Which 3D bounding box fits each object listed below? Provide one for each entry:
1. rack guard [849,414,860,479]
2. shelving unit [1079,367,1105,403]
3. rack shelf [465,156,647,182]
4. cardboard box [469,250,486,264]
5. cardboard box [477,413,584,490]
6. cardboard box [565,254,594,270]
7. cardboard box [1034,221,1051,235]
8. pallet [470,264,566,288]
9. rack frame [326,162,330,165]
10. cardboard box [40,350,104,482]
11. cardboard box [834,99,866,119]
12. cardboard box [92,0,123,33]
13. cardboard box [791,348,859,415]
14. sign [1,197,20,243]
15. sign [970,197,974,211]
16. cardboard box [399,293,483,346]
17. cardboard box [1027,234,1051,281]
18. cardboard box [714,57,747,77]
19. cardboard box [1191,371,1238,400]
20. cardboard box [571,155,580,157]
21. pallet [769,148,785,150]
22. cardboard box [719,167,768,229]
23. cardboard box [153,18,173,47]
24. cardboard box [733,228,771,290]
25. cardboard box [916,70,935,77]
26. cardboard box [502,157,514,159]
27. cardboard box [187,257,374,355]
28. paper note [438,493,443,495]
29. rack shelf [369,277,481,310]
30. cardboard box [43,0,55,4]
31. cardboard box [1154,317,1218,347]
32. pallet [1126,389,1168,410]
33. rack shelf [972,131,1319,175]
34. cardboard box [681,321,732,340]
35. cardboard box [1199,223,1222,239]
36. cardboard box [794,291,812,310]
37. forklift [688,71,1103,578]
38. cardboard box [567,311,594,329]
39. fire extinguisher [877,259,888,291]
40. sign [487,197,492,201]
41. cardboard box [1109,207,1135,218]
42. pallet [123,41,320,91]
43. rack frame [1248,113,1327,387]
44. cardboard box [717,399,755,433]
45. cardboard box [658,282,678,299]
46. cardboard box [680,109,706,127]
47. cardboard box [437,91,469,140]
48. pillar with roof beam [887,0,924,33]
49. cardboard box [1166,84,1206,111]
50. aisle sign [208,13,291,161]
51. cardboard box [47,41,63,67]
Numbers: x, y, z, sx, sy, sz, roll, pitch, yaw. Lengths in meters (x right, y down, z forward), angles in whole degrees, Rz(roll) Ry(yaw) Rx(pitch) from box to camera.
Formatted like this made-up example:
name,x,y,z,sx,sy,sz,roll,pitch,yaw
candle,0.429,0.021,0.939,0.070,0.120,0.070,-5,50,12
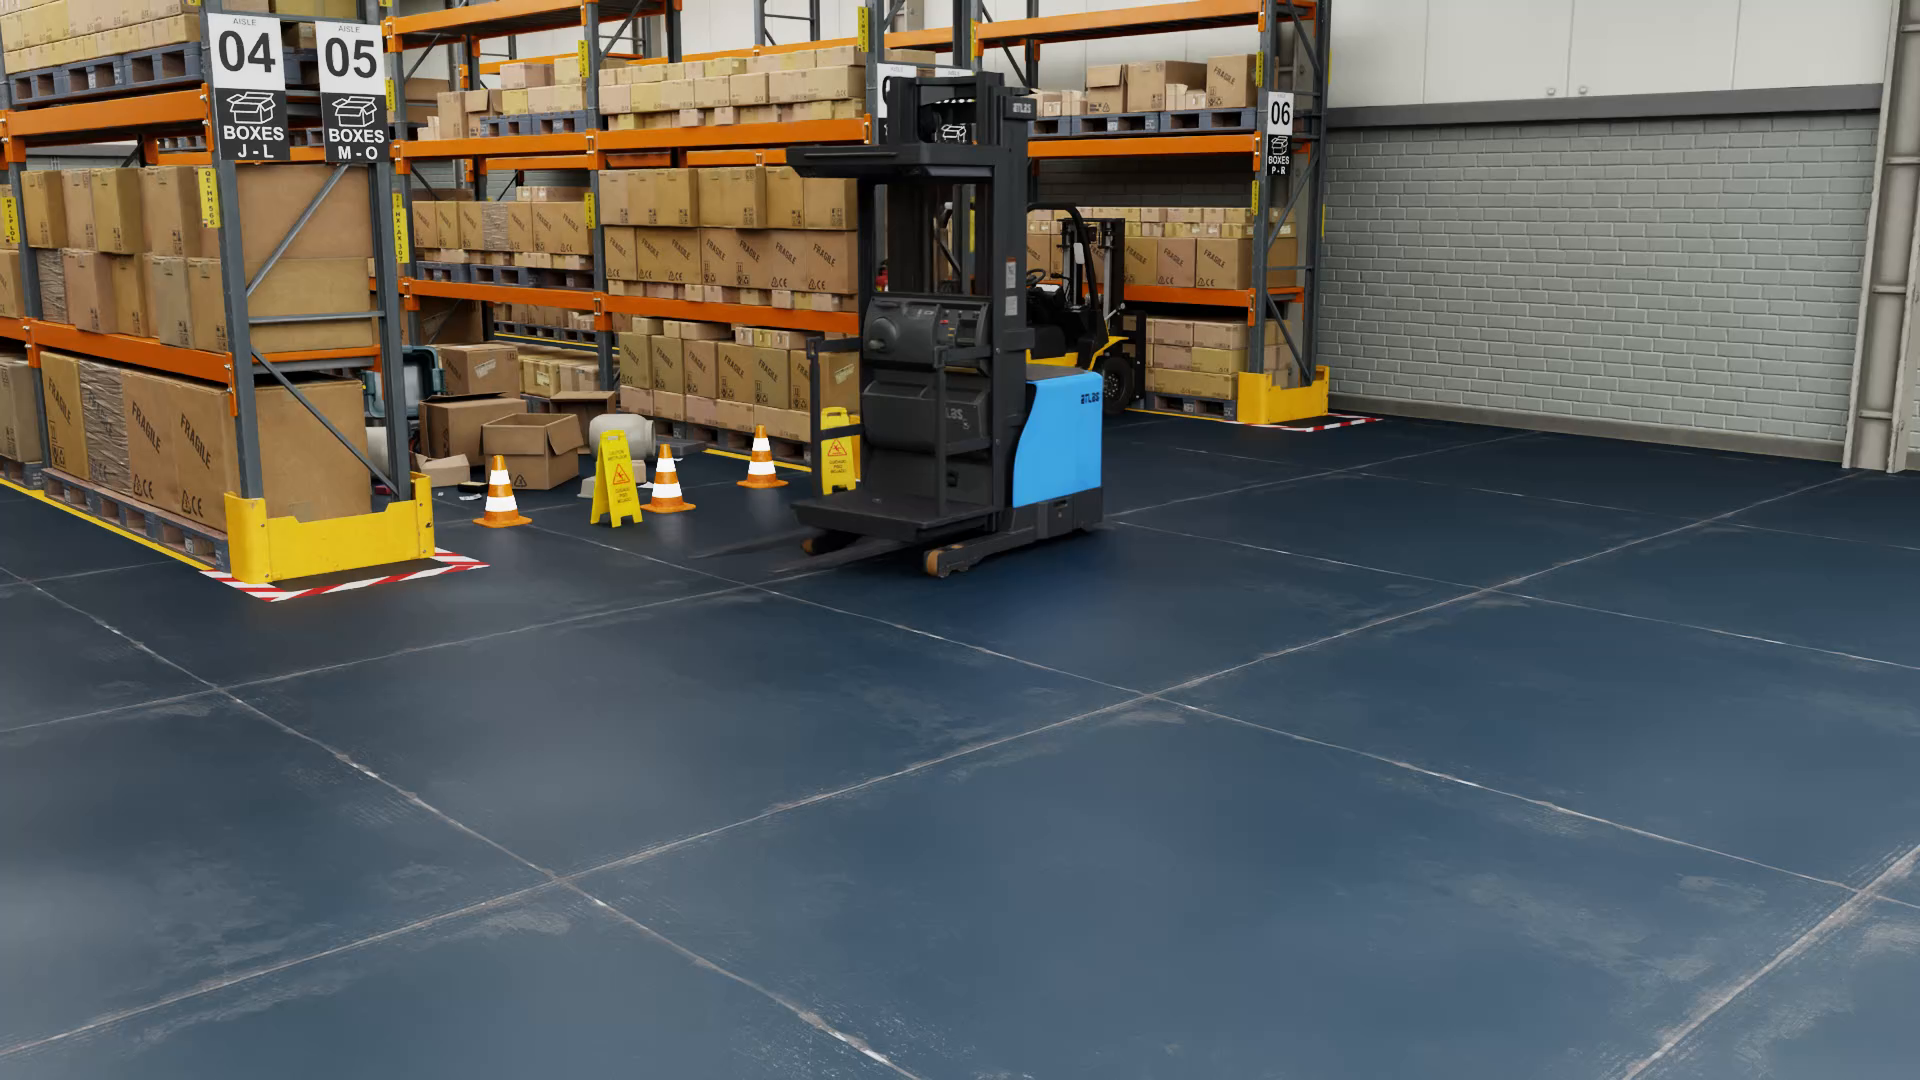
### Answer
name,x,y,z,sx,sy,sz,roll,pitch,yaw
rack guard,-0.368,-0.809,13.598,1.175,0.500,0.348,-11,16,-43
shelving unit,0.805,-0.665,11.500,0.215,1.050,0.252,-3,11,-37
rack shelf,-6.397,-5.874,26.339,1.077,0.370,4.000,-11,16,-43
cardboard box,-5.026,-3.039,17.811,0.380,0.149,0.250,-10,15,-39
cardboard box,-3.360,-0.703,13.076,0.637,0.503,0.797,1,12,6
cardboard box,-3.633,-2.725,16.286,0.380,0.149,0.250,-11,16,-42
cardboard box,1.036,-3.463,18.433,0.380,0.149,0.250,-10,16,-41
pallet,-4.444,-2.812,17.604,1.003,0.211,1.213,-11,16,-43
rack frame,-8.603,-3.773,21.792,1.000,3.000,0.127,-11,16,-43
cardboard box,-6.205,-0.965,12.385,0.875,0.875,0.875,-11,16,-42
cardboard box,-0.765,-3.381,13.078,0.380,0.149,0.250,-11,16,-42
cardboard box,-5.057,-3.292,10.371,0.500,0.250,0.500,-11,16,-43
cardboard box,-1.058,-1.329,13.842,0.500,0.500,0.500,-11,16,-42
sign,-6.974,-2.352,12.223,0.100,0.325,0.005,-11,16,-43
sign,0.123,-3.749,19.003,0.100,0.325,0.005,-11,16,-43
cardboard box,-6.258,-2.467,19.676,0.875,0.875,0.875,-11,16,-43
cardboard box,0.998,-3.172,18.626,0.500,0.500,0.500,-11,16,-42
cardboard box,-1.846,-3.986,14.037,0.380,0.149,0.250,-10,16,-41
cardboard box,2.719,-1.598,17.006,0.500,0.250,0.500,-11,16,-42
cardboard box,-5.644,-5.859,25.105,0.380,0.149,0.250,-11,16,-43
pallet,-1.720,-5.172,21.615,1.213,0.211,1.003,-10,15,-40
cardboard box,-1.597,-2.885,14.020,0.700,0.500,0.500,-11,16,-43
cardboard box,-4.474,-2.956,9.728,0.380,0.149,0.250,-11,16,-42
cardboard box,-1.575,-2.405,14.164,0.500,0.500,0.500,-11,16,-43
cardboard box,-0.470,-3.674,13.511,0.500,0.250,0.500,-11,16,-44
cardboard box,-7.077,-6.154,26.537,0.380,0.149,0.250,-11,16,-43
cardboard box,-4.115,-1.439,10.089,0.875,0.550,0.550,-11,16,-43
paper note,-3.926,-0.348,12.574,0.032,0.001,0.123,-3,12,-13
rack shelf,-7.222,-3.129,20.448,1.077,0.370,4.000,-11,16,-43
cardboard box,-5.878,-3.643,11.087,0.380,0.149,0.250,-11,16,-42
cardboard box,2.371,-2.160,17.259,0.500,0.250,0.500,-11,16,-42
pallet,1.875,-1.632,18.311,1.003,0.211,1.213,-11,16,-43
rack shelf,1.890,-4.123,17.838,1.077,0.370,4.000,-11,16,-43
cardboard box,-2.279,-1.886,14.938,0.380,0.149,0.250,-10,15,-39
cardboard box,2.631,-3.126,16.793,0.380,0.149,0.250,-11,16,-42
cardboard box,-1.146,-1.986,13.738,0.380,0.149,0.250,-11,16,-44
forklift,-0.343,-1.324,10.073,1.130,2.935,3.031,9,15,37
cardboard box,-5.859,-3.425,25.835,0.396,0.266,0.258,-10,15,-41
fire extinguisher,-0.570,-1.903,12.907,0.296,0.674,0.183,-11,16,-43
sign,-5.455,-3.795,19.224,0.100,0.325,0.005,-11,16,-43
cardboard box,1.808,-3.472,17.740,0.380,0.149,0.250,-11,16,-42
pallet,-4.346,-2.850,10.097,1.003,0.211,1.213,-11,16,-43
rack frame,3.272,-2.714,16.652,1.000,3.000,0.127,-11,16,-43
cardboard box,-1.786,-1.114,14.657,0.500,0.250,0.500,11,16,43
cardboard box,-2.530,-2.287,15.200,0.380,0.149,0.250,-10,15,-41
cardboard box,-2.214,-3.672,14.489,0.380,0.149,0.250,-11,16,-44
cardboard box,-5.193,-4.568,17.968,0.700,0.500,0.500,-11,16,-43
pillar with roof beam,-3.815,-6.155,18.488,9.100,9.000,0.400,-11,16,-43
cardboard box,2.304,-4.488,16.871,0.396,0.266,0.258,-11,16,-42
aisle sign,-3.994,-2.538,9.357,0.394,0.787,0.004,-11,16,-43
cardboard box,-5.879,-3.253,11.169,0.380,0.149,0.250,-11,16,-43
